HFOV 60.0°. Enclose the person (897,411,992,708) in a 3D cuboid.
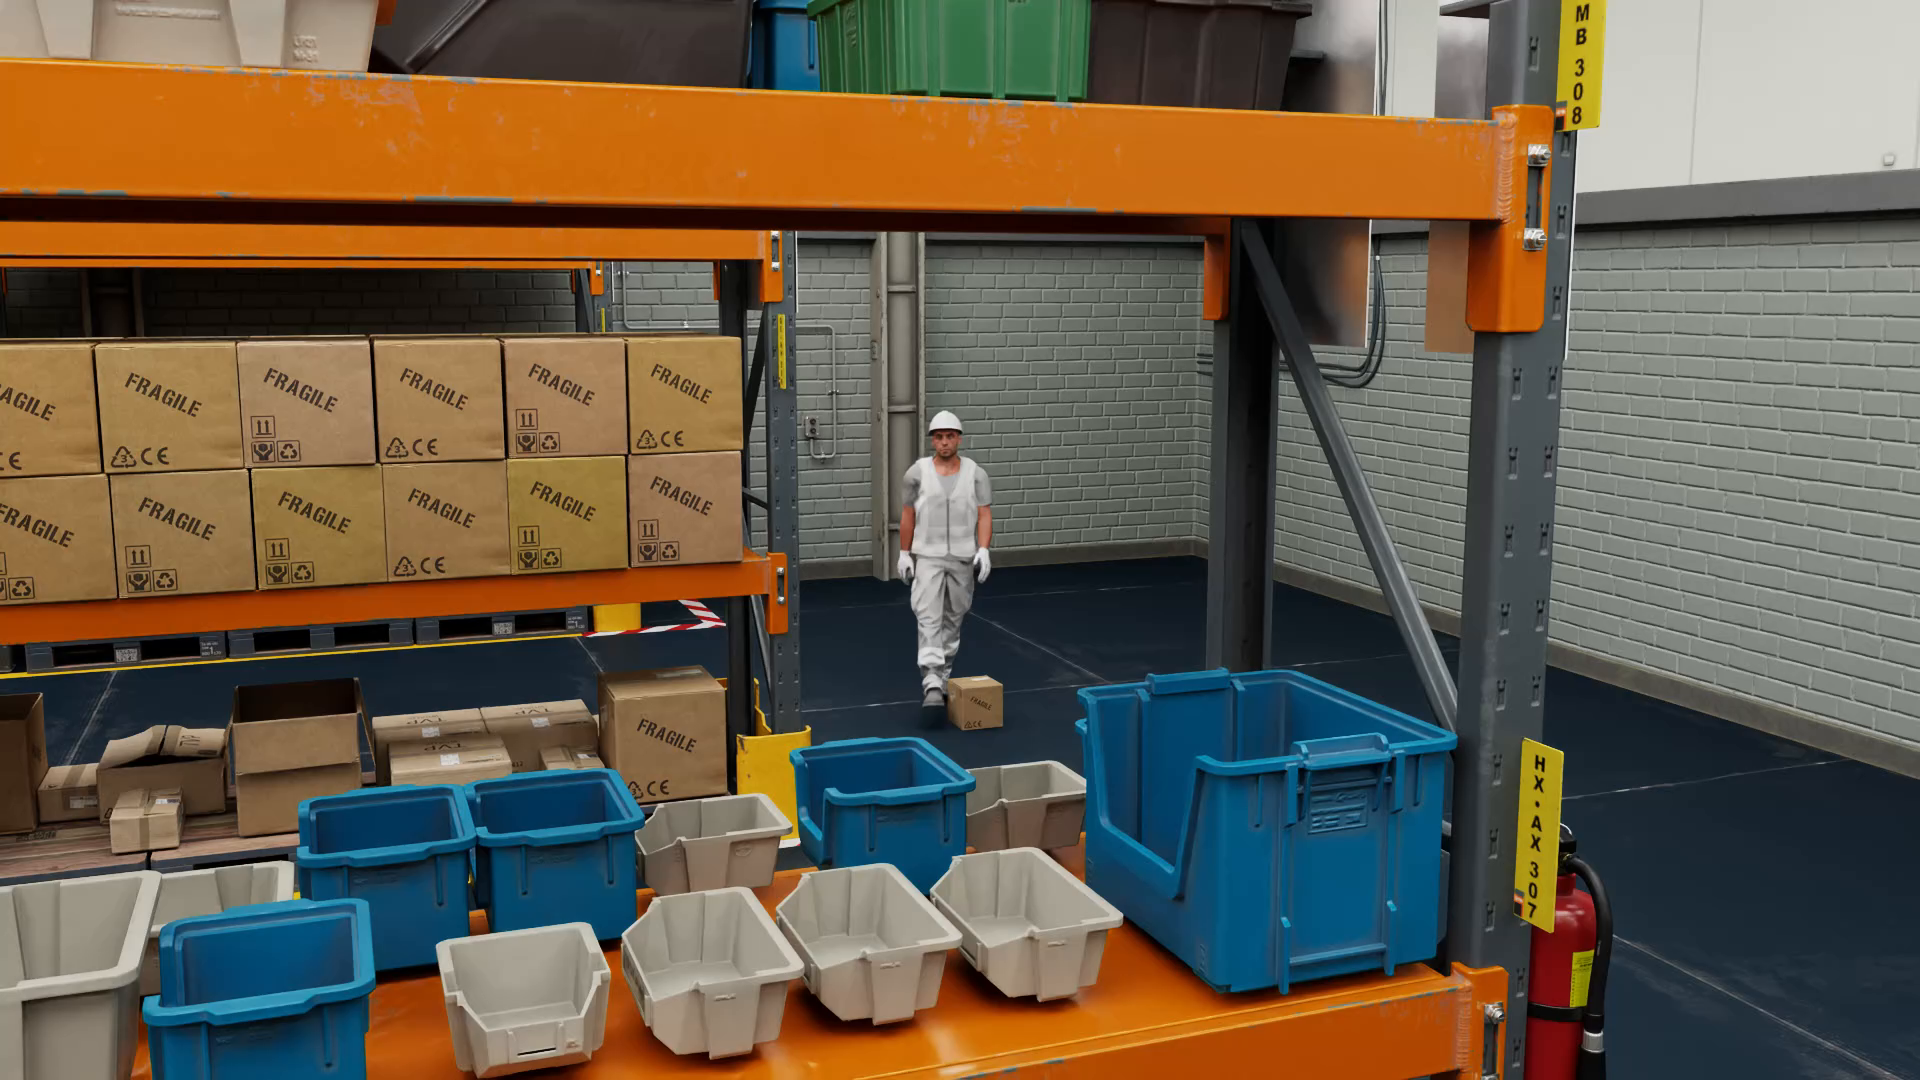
[{"bbox_3d":[-0.057,0.124,9.847,0.552,1.752,0.950,-2,9,-11],"label":"person"}]
